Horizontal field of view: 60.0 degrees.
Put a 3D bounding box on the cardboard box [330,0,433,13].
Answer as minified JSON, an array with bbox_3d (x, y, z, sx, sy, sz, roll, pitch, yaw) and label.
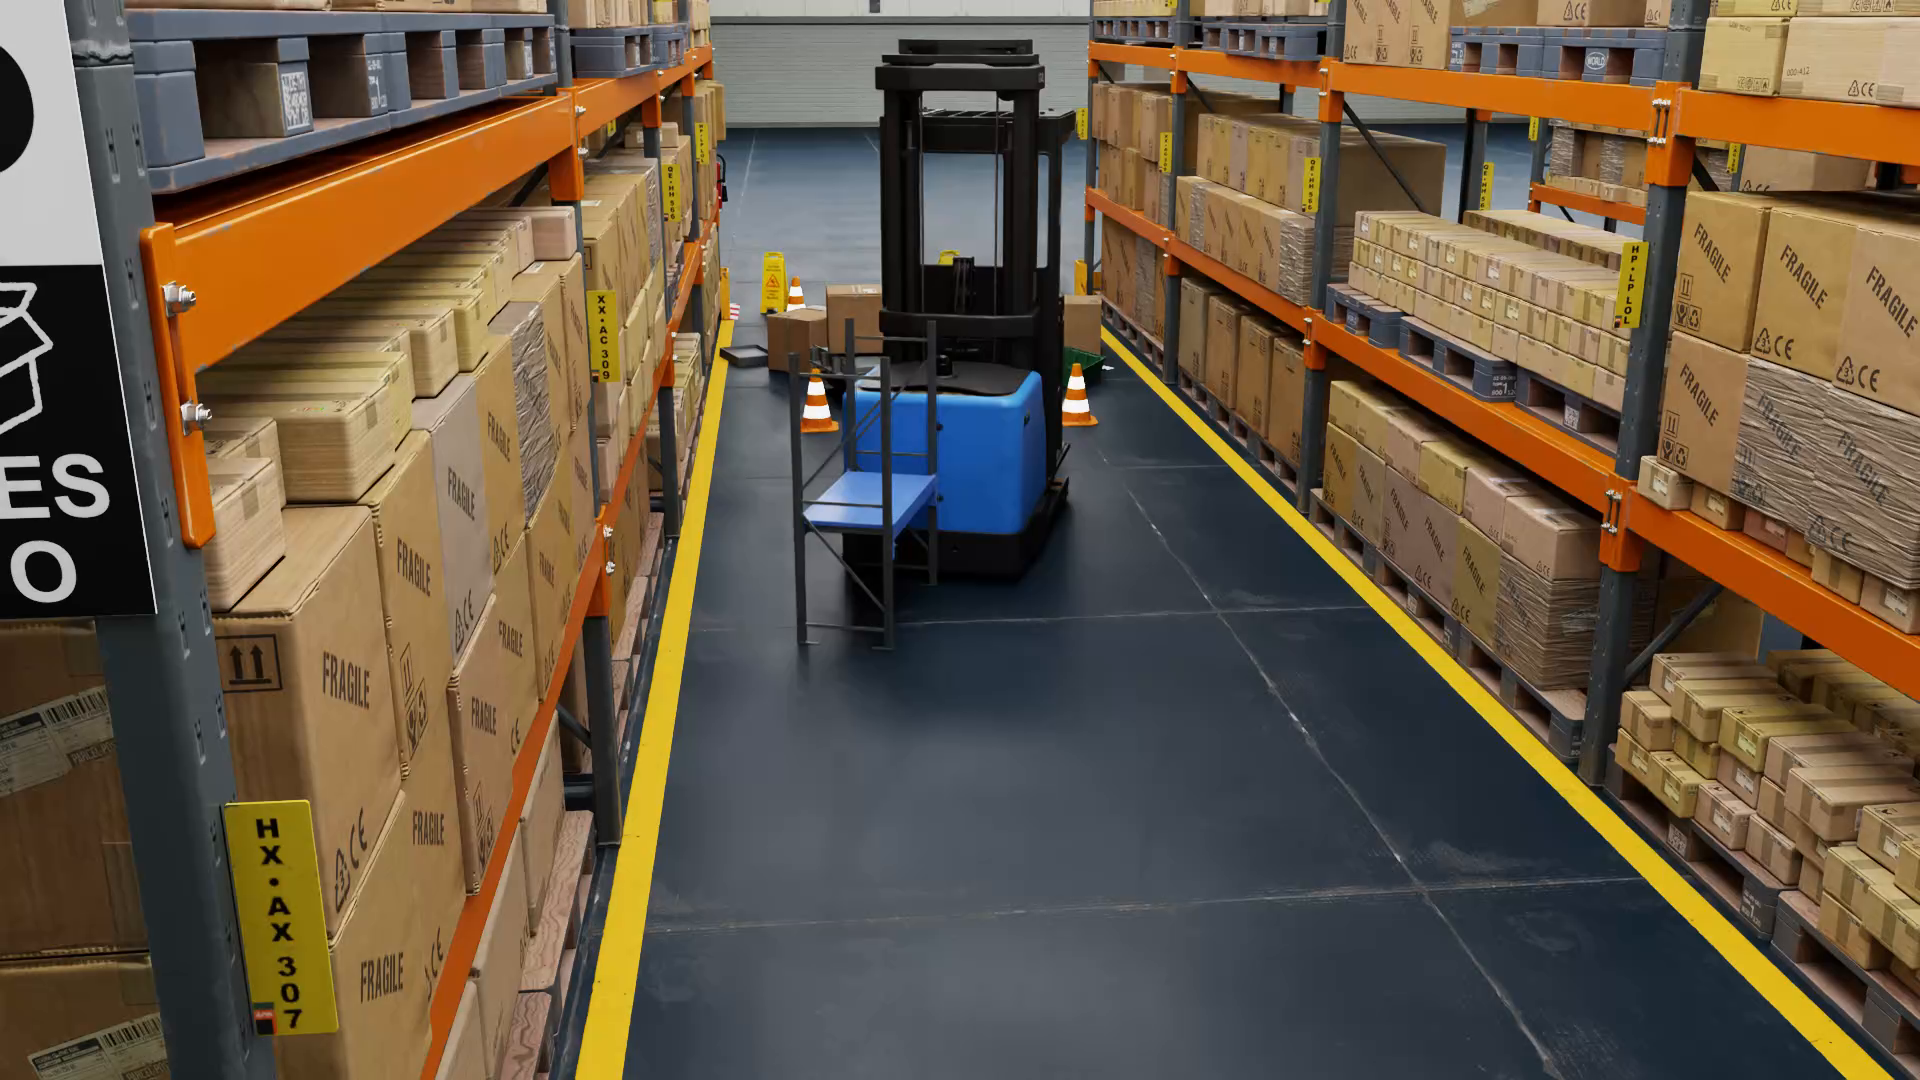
[{"bbox_3d":[-1.458,-1.391,3.556,0.500,0.500,0.500,-1,17,-5],"label":"cardboard box"}]

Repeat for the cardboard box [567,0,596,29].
[{"bbox_3d":[-1.515,-1.977,5.983,0.396,0.266,0.258,-2,18,-6],"label":"cardboard box"}]

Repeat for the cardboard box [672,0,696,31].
[{"bbox_3d":[-2.410,-4.275,13.531,0.500,0.250,0.500,-2,18,-7],"label":"cardboard box"}]

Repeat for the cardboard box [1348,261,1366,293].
[{"bbox_3d":[2.534,-1.566,9.875,0.380,0.149,0.250,-2,18,-6],"label":"cardboard box"}]

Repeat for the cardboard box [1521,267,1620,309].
[{"bbox_3d":[2.786,-1.146,7.546,0.380,0.149,0.250,-2,18,-6],"label":"cardboard box"}]

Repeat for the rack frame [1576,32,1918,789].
[{"bbox_3d":[3.102,-0.433,6.549,1.000,3.000,0.127,-2,18,-6],"label":"rack frame"}]

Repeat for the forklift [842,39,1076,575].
[{"bbox_3d":[0.109,-1.601,10.384,1.130,2.935,3.031,3,18,10],"label":"forklift"}]

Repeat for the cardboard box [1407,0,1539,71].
[{"bbox_3d":[2.599,-2.628,8.365,0.500,0.500,0.500,-2,18,-6],"label":"cardboard box"}]

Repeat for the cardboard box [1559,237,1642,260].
[{"bbox_3d":[3.327,-1.472,8.583,0.380,0.149,0.250,-1,17,-3],"label":"cardboard box"}]

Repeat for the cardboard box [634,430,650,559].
[{"bbox_3d":[-2.236,-0.420,9.354,0.875,0.875,0.875,-2,18,-6],"label":"cardboard box"}]

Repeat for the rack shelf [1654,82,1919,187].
[{"bbox_3d":[3.308,-0.925,4.310,1.077,0.370,4.000,-2,18,-6],"label":"rack shelf"}]

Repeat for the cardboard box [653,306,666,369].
[{"bbox_3d":[-1.845,-1.076,8.847,0.500,0.250,0.500,-1,17,-5],"label":"cardboard box"}]

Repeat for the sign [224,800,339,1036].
[{"bbox_3d":[-0.846,0.475,2.078,0.100,0.325,0.005,-2,18,-6],"label":"sign"}]

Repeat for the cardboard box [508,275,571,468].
[{"bbox_3d":[-1.444,-0.491,4.898,0.500,0.500,0.500,-2,18,-6],"label":"cardboard box"}]

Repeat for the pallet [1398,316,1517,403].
[{"bbox_3d":[2.934,-0.945,8.499,1.003,0.211,1.213,-2,18,-6],"label":"pallet"}]

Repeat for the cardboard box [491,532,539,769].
[{"bbox_3d":[-1.346,0.291,4.074,0.500,0.500,0.500,-1,17,-4],"label":"cardboard box"}]

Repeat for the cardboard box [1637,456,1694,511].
[{"bbox_3d":[2.805,-0.219,6.286,0.380,0.149,0.250,-1,17,-4],"label":"cardboard box"}]

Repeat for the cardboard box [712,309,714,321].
[{"bbox_3d":[-2.553,-2.023,15.502,0.500,0.250,0.500,-2,18,-6],"label":"cardboard box"}]

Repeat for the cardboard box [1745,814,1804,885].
[{"bbox_3d":[3.000,1.071,5.817,0.380,0.149,0.250,-2,18,-7],"label":"cardboard box"}]

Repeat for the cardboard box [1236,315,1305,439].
[{"bbox_3d":[2.622,-1.197,12.035,1.050,0.750,0.750,-2,17,-5],"label":"cardboard box"}]

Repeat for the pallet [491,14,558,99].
[{"bbox_3d":[-1.738,-1.395,4.753,1.003,0.211,1.213,-2,18,-6],"label":"pallet"}]

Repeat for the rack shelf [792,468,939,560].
[{"bbox_3d":[-0.478,-0.150,8.752,0.538,0.185,1.000,4,18,11],"label":"rack shelf"}]

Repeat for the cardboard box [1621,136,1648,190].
[{"bbox_3d":[7.057,-3.712,16.328,0.875,0.500,0.500,-2,18,-6],"label":"cardboard box"}]

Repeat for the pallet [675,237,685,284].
[{"bbox_3d":[-2.469,-1.939,11.665,1.003,0.211,1.213,-2,18,-6],"label":"pallet"}]

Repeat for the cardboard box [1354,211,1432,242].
[{"bbox_3d":[2.544,-1.844,9.769,0.380,0.149,0.250,-2,18,-6],"label":"cardboard box"}]

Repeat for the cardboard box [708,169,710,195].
[{"bbox_3d":[-2.591,-3.412,15.373,0.500,0.500,0.500,-2,17,-5],"label":"cardboard box"}]

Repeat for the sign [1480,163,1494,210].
[{"bbox_3d":[3.228,-2.159,10.246,0.100,0.325,0.005,-2,18,-6],"label":"sign"}]

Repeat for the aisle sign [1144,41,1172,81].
[{"bbox_3d":[2.155,-5.279,17.644,0.394,0.787,0.004,-2,18,-6],"label":"aisle sign"}]

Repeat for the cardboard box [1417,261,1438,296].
[{"bbox_3d":[2.651,-1.388,8.811,0.380,0.149,0.250,-2,18,-6],"label":"cardboard box"}]

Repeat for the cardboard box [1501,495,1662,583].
[{"bbox_3d":[2.773,-0.013,7.430,0.500,0.250,0.500,-2,18,-7],"label":"cardboard box"}]

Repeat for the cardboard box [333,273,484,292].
[{"bbox_3d":[-1.354,-0.547,3.992,0.380,0.149,0.250,-2,18,-6],"label":"cardboard box"}]

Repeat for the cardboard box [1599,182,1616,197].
[{"bbox_3d":[6.736,-3.547,16.887,0.380,0.149,0.250,-2,18,-6],"label":"cardboard box"}]

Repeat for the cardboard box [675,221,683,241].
[{"bbox_3d":[-2.218,-2.265,12.102,0.380,0.149,0.250,-2,18,-6],"label":"cardboard box"}]

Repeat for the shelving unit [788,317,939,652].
[{"bbox_3d":[-0.478,-0.322,8.698,0.538,1.500,1.048,4,18,11],"label":"shelving unit"}]

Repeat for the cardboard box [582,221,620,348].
[{"bbox_3d":[-1.571,-0.915,6.247,0.500,0.500,0.500,-2,17,-5],"label":"cardboard box"}]

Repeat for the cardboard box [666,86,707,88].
[{"bbox_3d":[-2.666,-3.894,15.240,0.700,0.500,0.500,-2,18,-6],"label":"cardboard box"}]

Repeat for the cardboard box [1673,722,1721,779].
[{"bbox_3d":[2.936,0.775,6.262,0.380,0.149,0.250,-2,18,-5],"label":"cardboard box"}]

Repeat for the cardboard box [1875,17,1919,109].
[{"bbox_3d":[2.982,-1.342,4.686,0.500,0.250,0.500,-1,17,-3],"label":"cardboard box"}]

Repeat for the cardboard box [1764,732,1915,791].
[{"bbox_3d":[3.025,0.787,5.729,0.380,0.149,0.250,-2,18,-7],"label":"cardboard box"}]

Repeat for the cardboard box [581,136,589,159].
[{"bbox_3d":[-2.673,-2.620,11.067,0.380,0.149,0.250,-3,18,-8],"label":"cardboard box"}]

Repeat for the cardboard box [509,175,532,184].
[{"bbox_3d":[-2.318,-1.510,8.143,0.500,0.500,0.500,-1,17,-4],"label":"cardboard box"}]

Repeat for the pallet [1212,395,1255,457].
[{"bbox_3d":[2.560,-0.894,12.674,1.003,0.211,1.213,-2,18,-6],"label":"pallet"}]

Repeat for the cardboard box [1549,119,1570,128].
[{"bbox_3d":[6.594,-4.626,17.571,0.500,0.500,0.500,-2,18,-6],"label":"cardboard box"}]

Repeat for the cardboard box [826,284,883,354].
[{"bbox_3d":[-0.869,-1.866,14.023,0.500,0.500,0.500,-2,18,-6],"label":"cardboard box"}]

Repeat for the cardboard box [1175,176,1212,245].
[{"bbox_3d":[2.063,-2.699,13.601,0.500,0.500,0.500,-2,17,-5],"label":"cardboard box"}]

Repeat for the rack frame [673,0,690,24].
[{"bbox_3d":[-2.637,-5.496,12.659,1.000,3.000,0.127,-2,18,-6],"label":"rack frame"}]

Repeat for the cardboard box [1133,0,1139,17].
[{"bbox_3d":[1.788,-4.854,15.174,0.380,0.149,0.250,-2,18,-6],"label":"cardboard box"}]

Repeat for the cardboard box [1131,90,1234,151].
[{"bbox_3d":[2.119,-3.997,15.849,0.875,0.550,0.500,-2,18,-6],"label":"cardboard box"}]

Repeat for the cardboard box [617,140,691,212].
[{"bbox_3d":[-2.308,-2.745,12.549,0.500,0.500,0.500,-2,18,-5],"label":"cardboard box"}]

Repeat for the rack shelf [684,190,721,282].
[{"bbox_3d":[-2.843,-2.886,15.564,1.077,0.370,4.000,-2,18,-6],"label":"rack shelf"}]

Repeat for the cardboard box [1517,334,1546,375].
[{"bbox_3d":[2.787,-0.852,7.602,0.380,0.149,0.250,-3,18,-8],"label":"cardboard box"}]

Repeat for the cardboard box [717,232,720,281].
[{"bbox_3d":[-2.707,-2.841,16.856,0.500,0.500,0.500,-2,18,-5],"label":"cardboard box"}]

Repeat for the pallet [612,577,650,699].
[{"bbox_3d":[-2.095,0.488,8.269,1.003,0.211,1.213,-2,18,-6],"label":"pallet"}]
